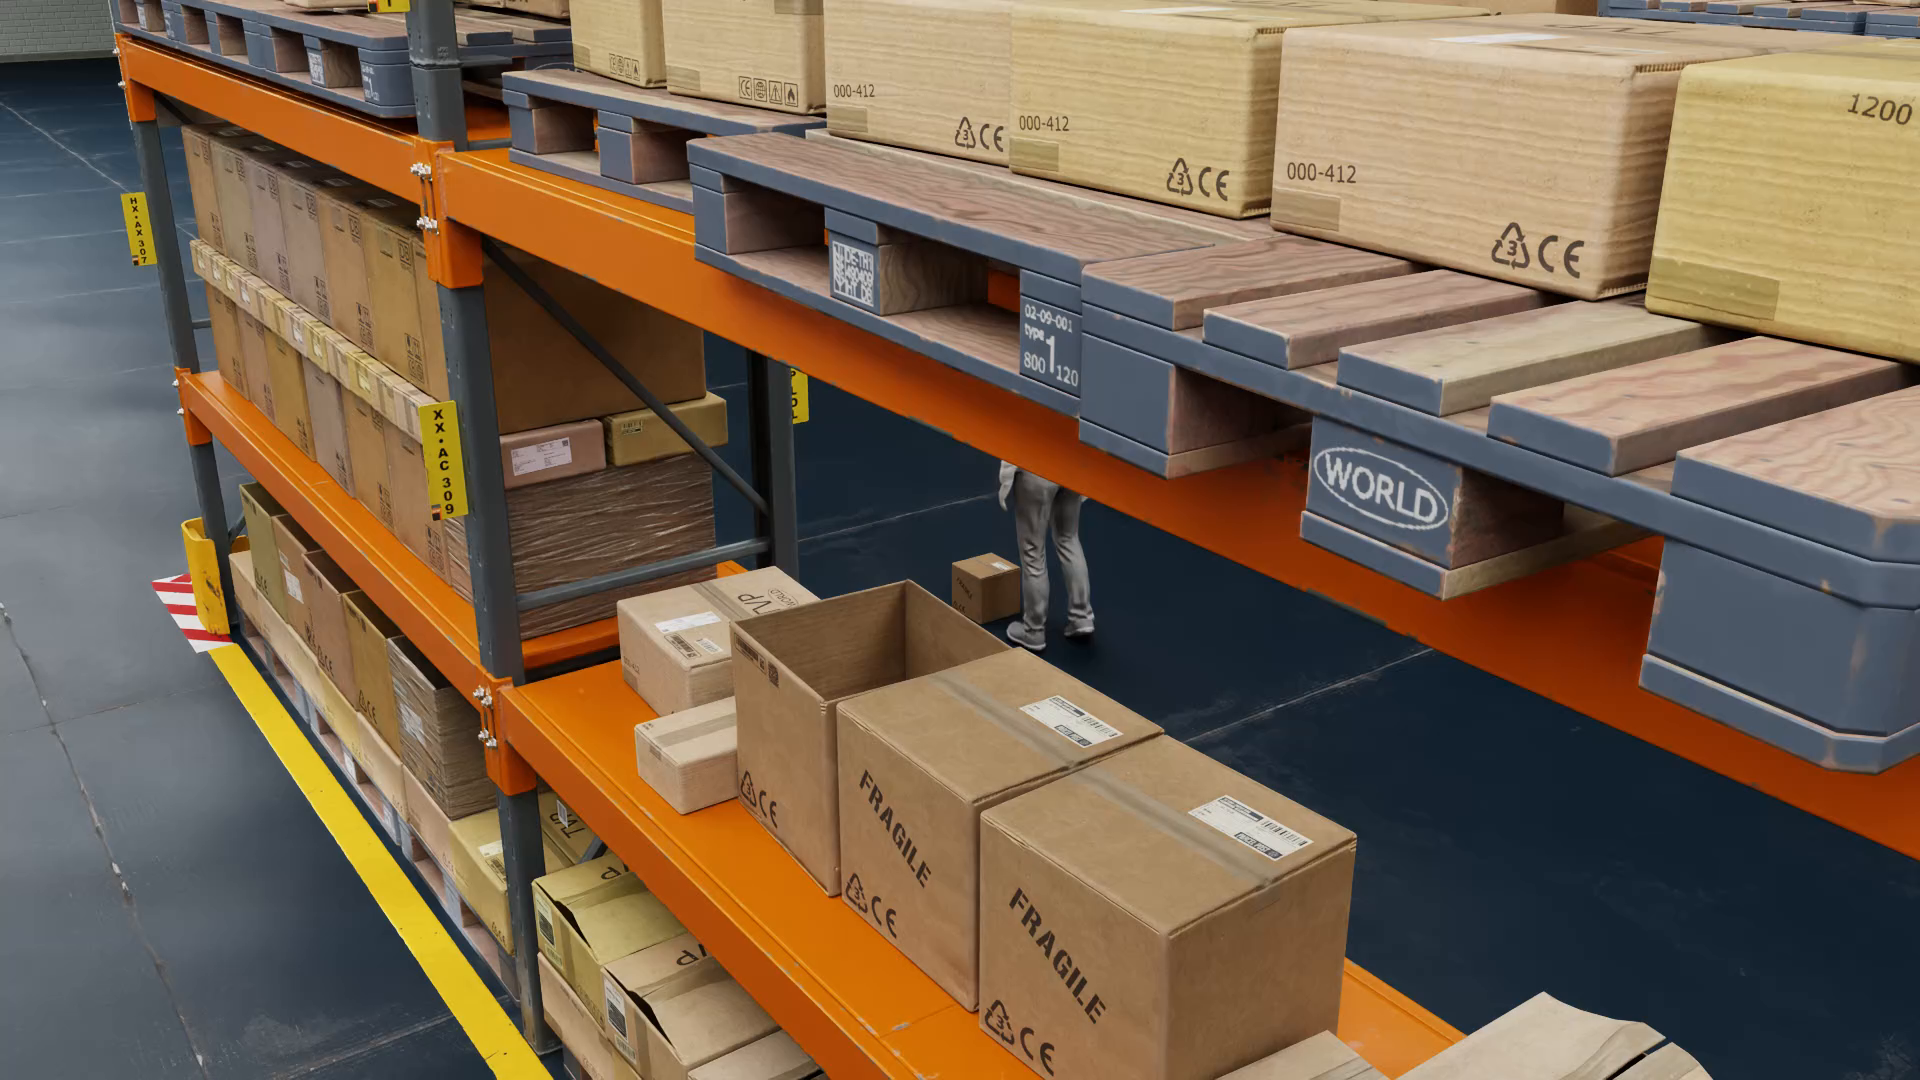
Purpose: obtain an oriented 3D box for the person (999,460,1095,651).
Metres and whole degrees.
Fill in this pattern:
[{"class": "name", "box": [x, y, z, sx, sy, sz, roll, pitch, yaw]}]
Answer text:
[{"class": "person", "box": [0.412, -0.276, 7.768, 0.496, 1.732, 0.336, -12, 24, -28]}]
